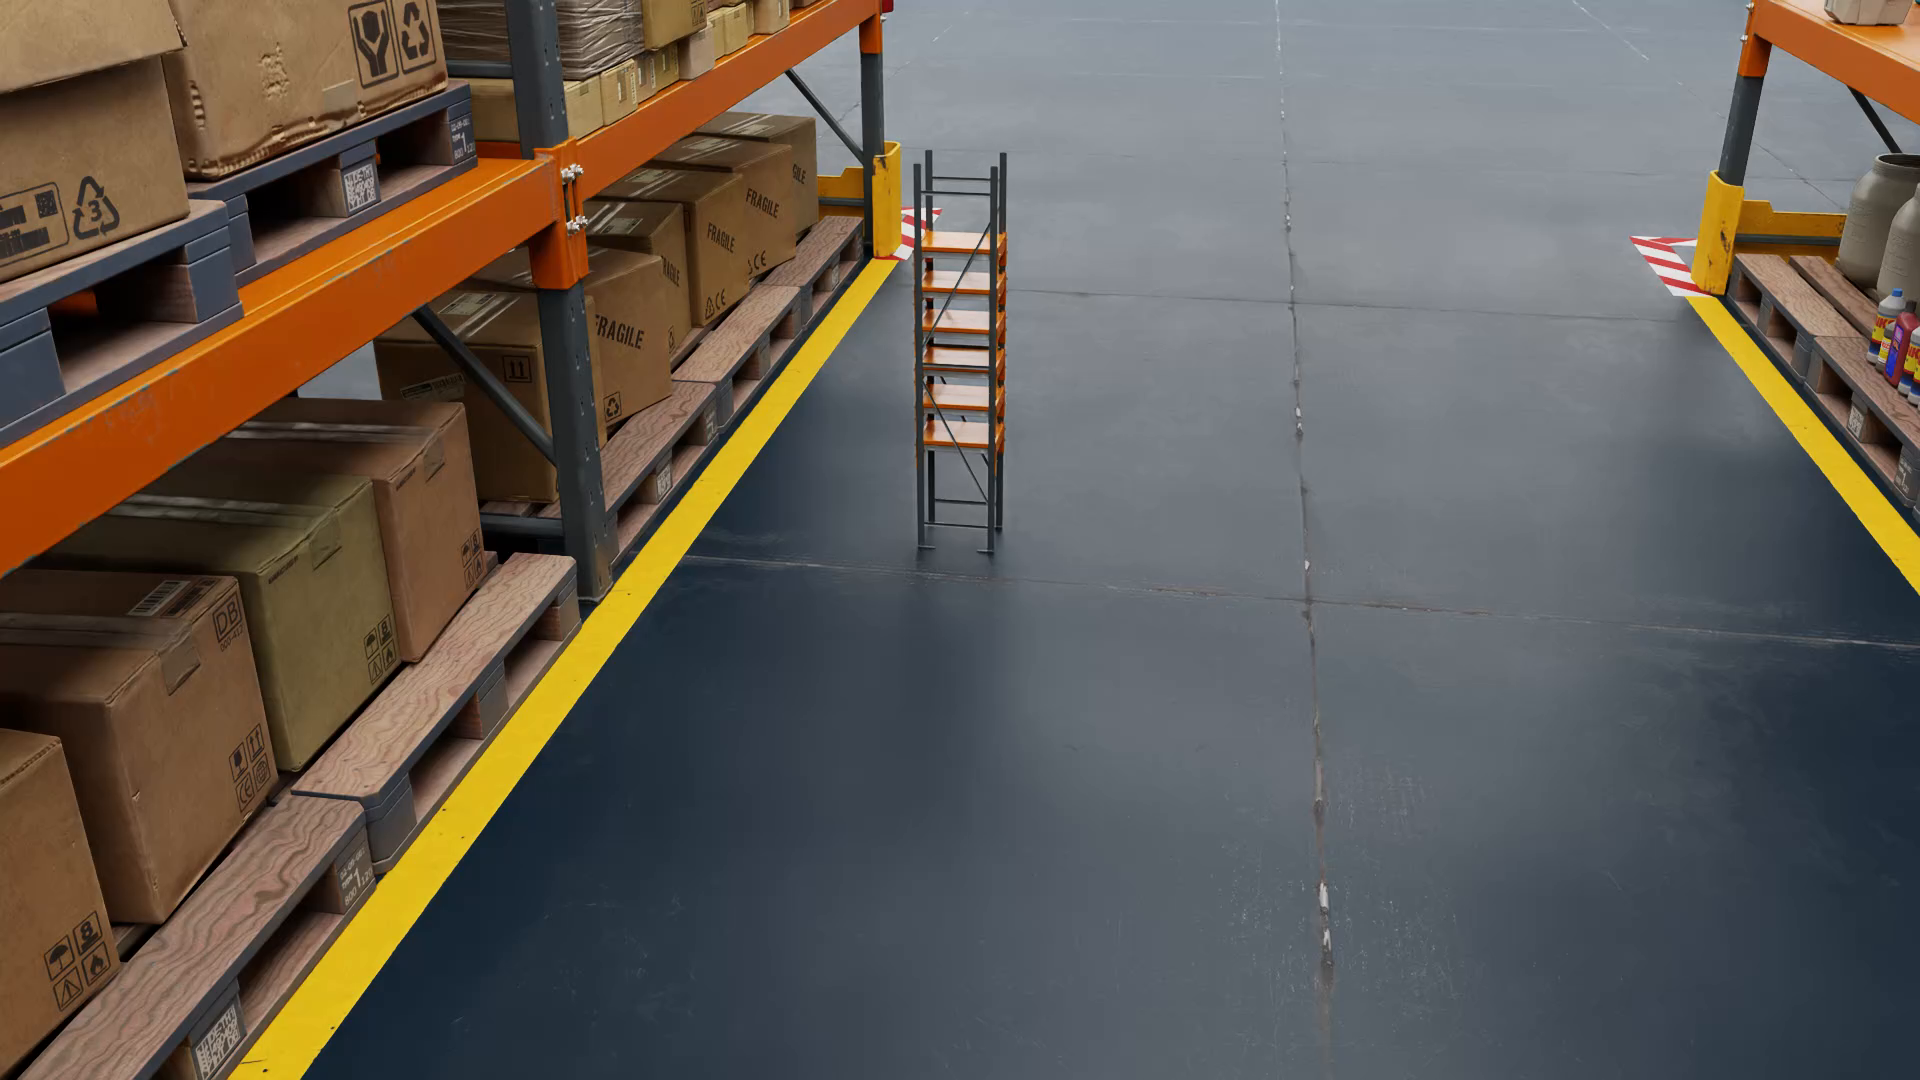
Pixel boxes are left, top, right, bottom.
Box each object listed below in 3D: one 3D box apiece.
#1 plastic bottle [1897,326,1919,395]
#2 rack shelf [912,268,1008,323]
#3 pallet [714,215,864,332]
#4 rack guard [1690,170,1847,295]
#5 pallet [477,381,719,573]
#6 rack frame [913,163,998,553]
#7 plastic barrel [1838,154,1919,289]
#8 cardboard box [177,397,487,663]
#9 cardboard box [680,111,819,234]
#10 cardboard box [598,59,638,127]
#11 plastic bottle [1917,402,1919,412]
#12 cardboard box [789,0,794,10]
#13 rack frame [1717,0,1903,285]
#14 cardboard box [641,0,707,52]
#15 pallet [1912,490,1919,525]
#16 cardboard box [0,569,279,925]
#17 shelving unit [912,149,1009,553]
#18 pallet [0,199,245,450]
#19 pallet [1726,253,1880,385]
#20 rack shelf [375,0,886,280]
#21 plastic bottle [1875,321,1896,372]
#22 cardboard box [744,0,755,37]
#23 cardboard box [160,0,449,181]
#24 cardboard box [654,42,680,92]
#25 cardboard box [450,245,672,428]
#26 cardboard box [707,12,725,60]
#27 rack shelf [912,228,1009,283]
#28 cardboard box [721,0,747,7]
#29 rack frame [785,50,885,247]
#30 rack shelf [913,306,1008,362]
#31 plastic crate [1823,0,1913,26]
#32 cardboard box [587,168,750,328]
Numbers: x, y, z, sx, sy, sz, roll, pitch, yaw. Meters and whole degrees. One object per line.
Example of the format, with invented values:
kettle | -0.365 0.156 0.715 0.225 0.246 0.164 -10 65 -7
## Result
plastic bottle | 3.346 -0.642 5.782 0.097 0.271 0.097 0 25 0
rack shelf | 0.002 -0.727 4.926 0.258 0.103 0.180 4 25 9
pallet | -1.060 -1.269 7.713 1.003 0.211 1.213 4 25 9
rack guard | 4.040 -1.391 7.632 1.175 0.500 0.348 4 25 9
pallet | -1.459 -0.249 5.532 1.003 0.211 1.213 4 25 9
rack frame | -0.013 -0.511 4.927 0.240 1.200 0.006 4 25 9
plastic barrel | 3.974 -1.341 7.016 0.421 0.512 0.421 0 25 0
cardboard box | -1.656 -0.040 4.227 0.700 0.500 0.500 2 25 4
cardboard box | -0.999 -1.699 7.795 0.500 0.500 0.500 9 27 18
cardboard box | -1.148 -1.287 4.758 0.380 0.149 0.250 4 25 9
plastic bottle | 3.314 -0.527 5.619 0.097 0.201 0.097 0 25 0
cardboard box | -0.893 -2.236 6.785 0.380 0.149 0.250 4 25 9
rack frame | 4.006 -2.558 7.177 1.000 3.000 0.127 4 25 9
cardboard box | -1.283 -1.799 5.086 0.875 0.500 0.500 4 25 9
pallet | 3.503 0.100 4.788 1.003 0.211 1.213 4 25 9
cardboard box | -1.843 0.392 3.304 0.700 0.500 0.500 2 25 4
shelving unit | 0.002 -0.549 5.009 0.258 1.200 0.189 4 25 9
pallet | -1.905 -0.299 2.577 1.003 0.211 1.213 4 25 9
pallet | 3.902 -0.921 6.968 1.003 0.211 1.213 4 25 9
rack shelf | -1.207 -1.739 6.275 1.077 0.370 4.000 4 25 9
plastic bottle | 3.385 -0.710 6.010 0.097 0.201 0.097 0 25 0
cardboard box | -0.974 -1.920 6.109 0.380 0.149 0.250 4 25 9
cardboard box | -1.802 -1.368 3.431 1.000 1.000 1.000 4 25 9
cardboard box | -1.103 -1.499 5.210 0.380 0.149 0.250 4 25 9
cardboard box | -1.343 -0.691 5.641 0.500 0.500 0.500 13 28 25
cardboard box | -1.022 -1.708 5.657 0.380 0.149 0.250 4 25 9
rack shelf | 0.002 -0.835 4.875 0.258 0.103 0.180 4 25 9
cardboard box | -1.178 -2.221 5.988 0.875 0.500 0.500 4 25 9
rack frame | -0.880 -2.901 7.910 1.000 3.000 0.127 4 25 9
rack shelf | 0.002 -0.618 4.977 0.258 0.103 0.180 4 25 9
plastic crate | 3.542 -2.087 6.481 0.298 0.136 0.250 4 25 9
cardboard box | -1.184 -1.186 6.700 0.500 0.500 0.500 6 26 13
